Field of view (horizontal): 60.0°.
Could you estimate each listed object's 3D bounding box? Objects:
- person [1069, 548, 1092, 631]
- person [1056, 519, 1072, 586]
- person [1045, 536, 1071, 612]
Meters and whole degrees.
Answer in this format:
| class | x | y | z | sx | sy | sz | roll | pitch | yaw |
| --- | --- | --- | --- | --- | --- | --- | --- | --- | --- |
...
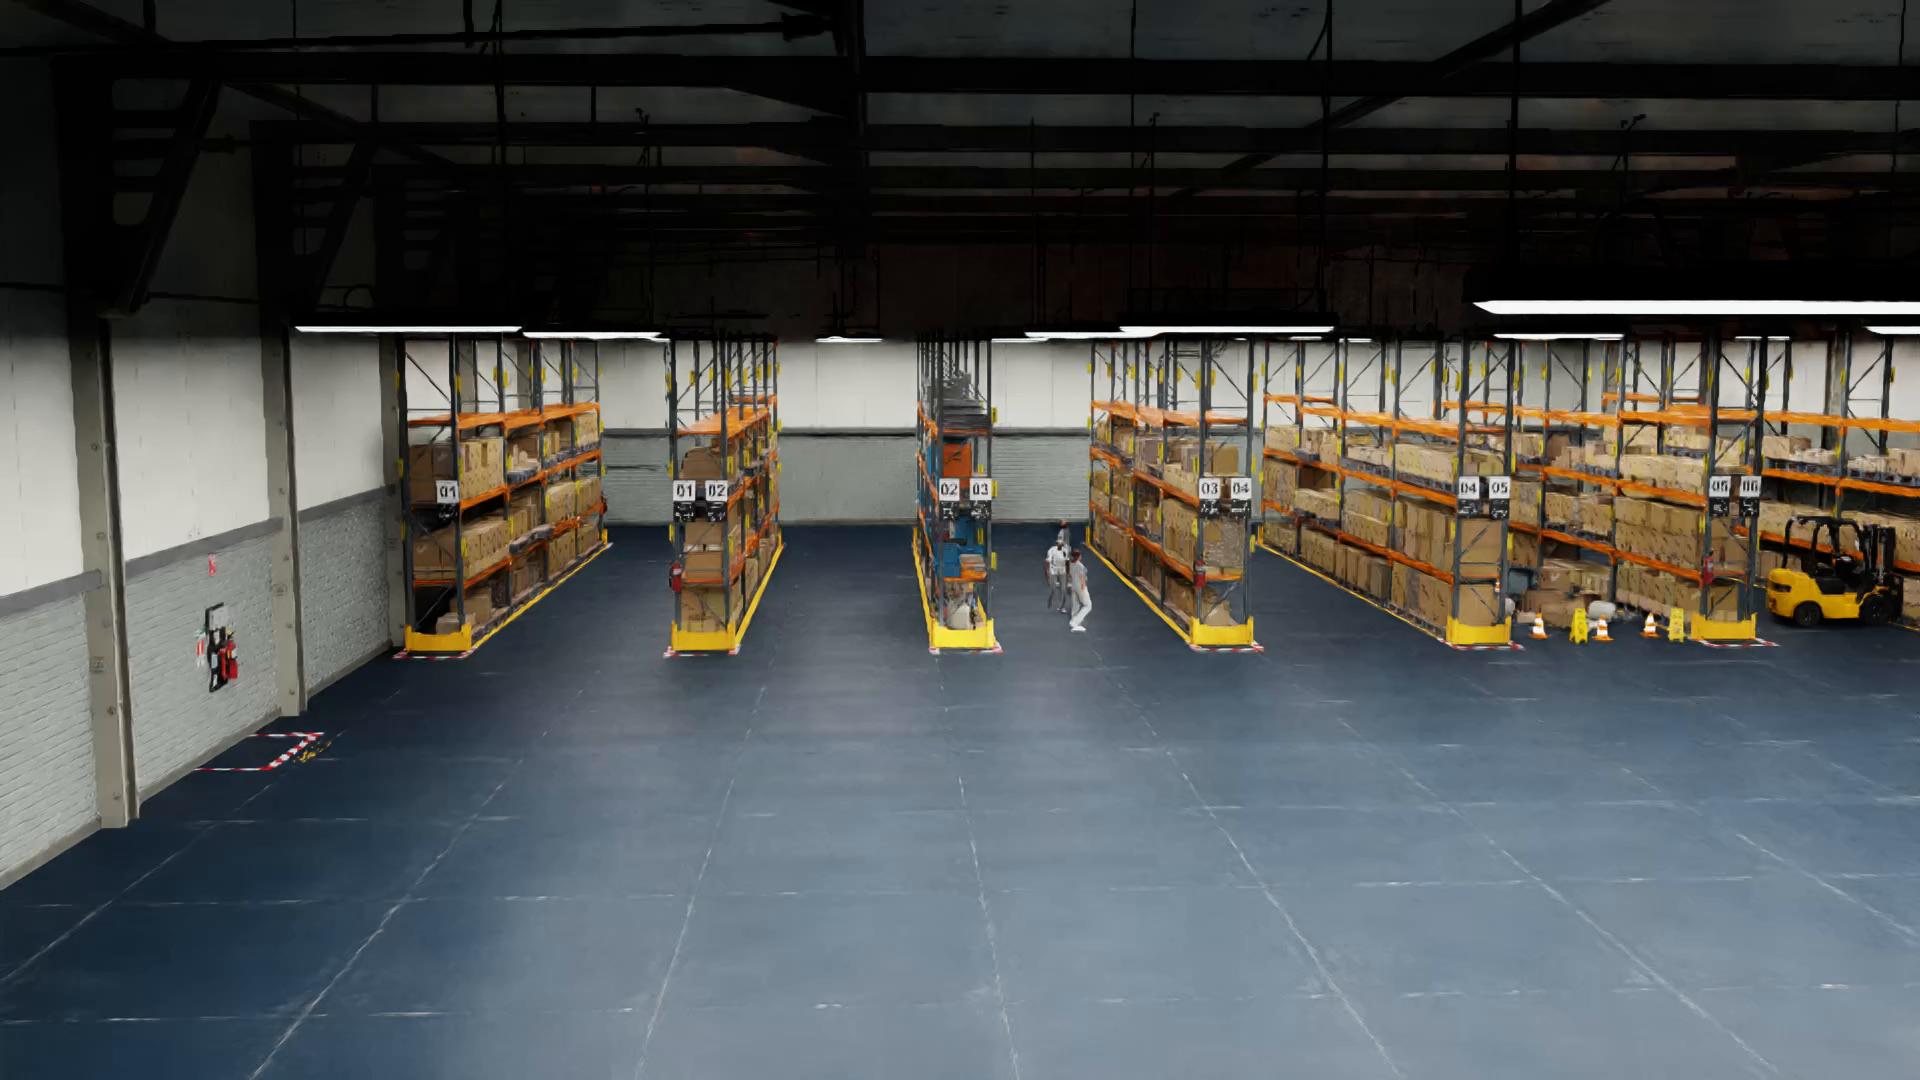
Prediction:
| class | x | y | z | sx | sy | sz | roll | pitch | yaw |
| --- | --- | --- | --- | --- | --- | --- | --- | --- | --- |
| person | 2.346 | 0.997 | 33.102 | 0.432 | 1.670 | 0.503 | -4 | 8 | -31 |
| person | 2.445 | 0.287 | 39.346 | 0.522 | 1.590 | 0.523 | 3 | 7 | 26 |
| person | 2.083 | 0.699 | 35.776 | 0.587 | 1.644 | 0.662 | -1 | 7 | -11 |
